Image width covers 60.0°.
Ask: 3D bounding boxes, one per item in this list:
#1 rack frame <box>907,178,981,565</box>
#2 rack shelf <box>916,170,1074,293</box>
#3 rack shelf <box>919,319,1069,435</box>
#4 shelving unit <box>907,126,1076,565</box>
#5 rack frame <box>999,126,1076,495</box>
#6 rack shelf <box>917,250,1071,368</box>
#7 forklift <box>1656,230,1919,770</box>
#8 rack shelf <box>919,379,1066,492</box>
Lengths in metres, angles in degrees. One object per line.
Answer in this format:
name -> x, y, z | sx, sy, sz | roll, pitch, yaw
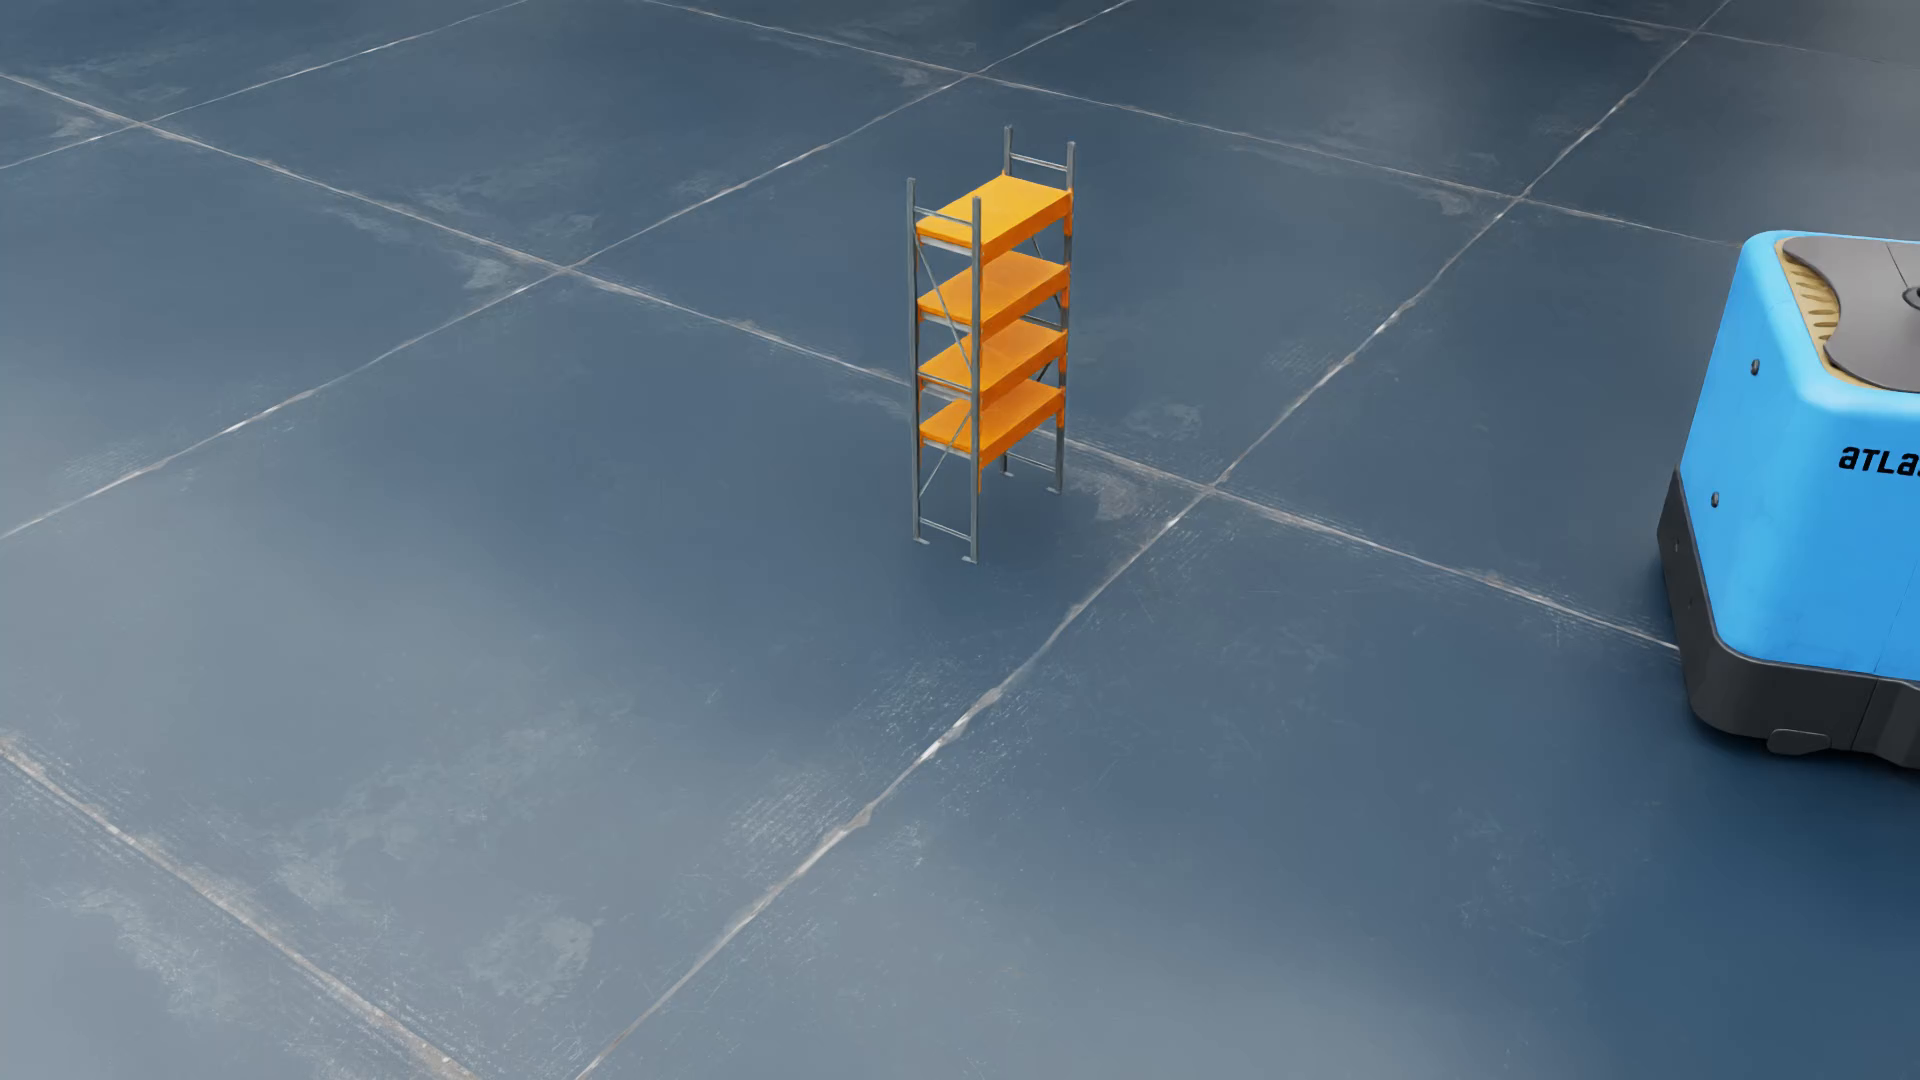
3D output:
rack frame -> -0.045, -0.461, 4.860 | 0.240, 1.200, 0.015 | 21, 39, 28
rack shelf -> 0.094, -0.899, 4.806 | 0.258, 0.148, 0.480 | 21, 39, 28
rack shelf -> 0.094, -0.517, 5.064 | 0.258, 0.148, 0.480 | 21, 39, 28
shelving unit -> 0.094, -0.573, 5.027 | 0.258, 1.200, 0.503 | 21, 39, 28
rack frame -> 0.234, -0.685, 5.193 | 0.240, 1.200, 0.015 | 21, 39, 28
rack shelf -> 0.094, -0.703, 4.939 | 0.258, 0.148, 0.480 | 21, 39, 28
forklift -> 3.534, -0.747, 3.738 | 3.031, 2.935, 1.130 | 8, 35, 11
rack shelf -> 0.094, -0.353, 5.175 | 0.258, 0.148, 0.480 | 21, 39, 28
